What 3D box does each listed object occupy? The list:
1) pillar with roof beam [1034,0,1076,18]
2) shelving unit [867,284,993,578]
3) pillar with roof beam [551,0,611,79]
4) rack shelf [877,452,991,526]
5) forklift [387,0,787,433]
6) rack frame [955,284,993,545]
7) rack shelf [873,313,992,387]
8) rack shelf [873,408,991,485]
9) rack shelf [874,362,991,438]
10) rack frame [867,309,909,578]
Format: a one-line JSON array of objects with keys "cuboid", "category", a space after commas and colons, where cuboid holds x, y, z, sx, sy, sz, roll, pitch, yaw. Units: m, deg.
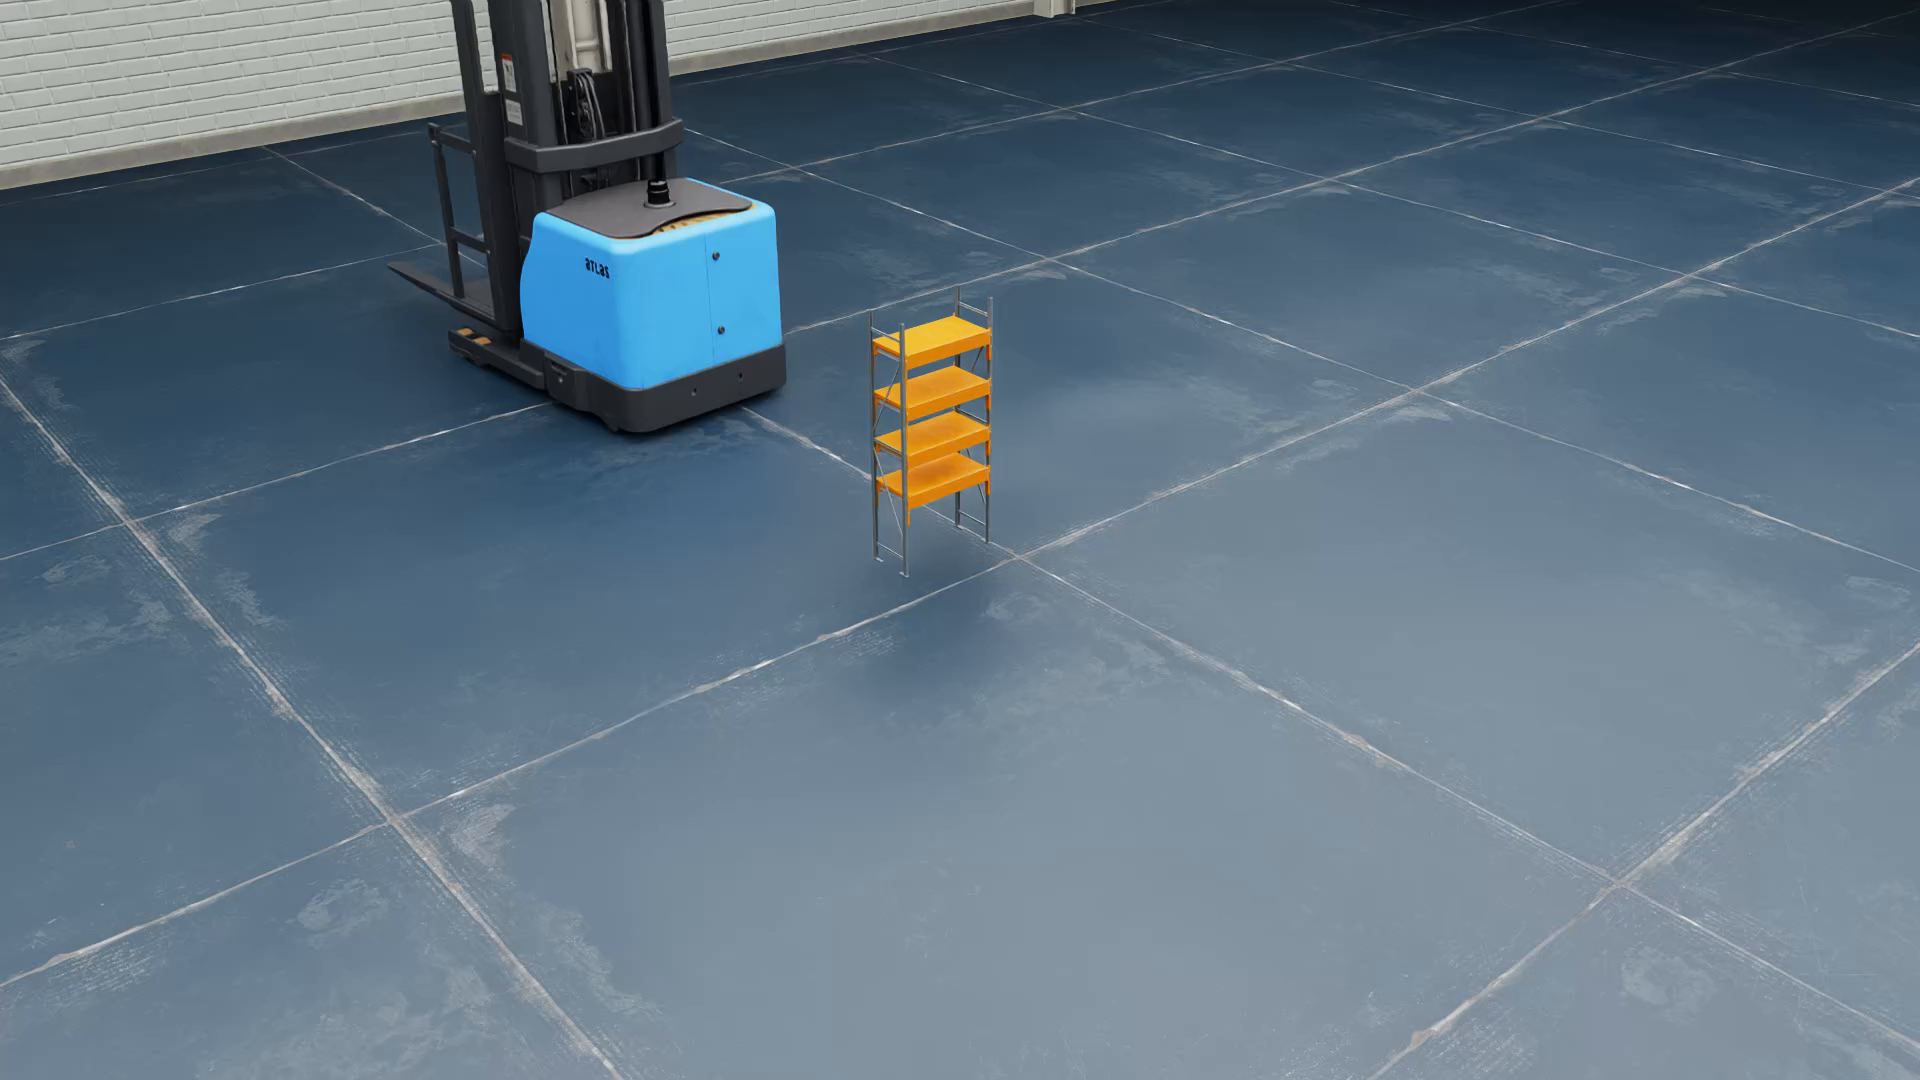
[{"cuboid": [3.865, -8.440, 13.996, 0.400, 9.000, 9.100, -22, 35, -35], "category": "pillar with roof beam"}, {"cuboid": [-0.126, -0.479, 7.372, 0.503, 1.200, 0.258, -22, 35, -35], "category": "shelving unit"}, {"cuboid": [-0.700, -6.605, 10.562, 0.400, 9.000, 9.100, -22, 35, -35], "category": "pillar with roof beam"}, {"cuboid": [-0.126, -0.244, 7.498, 0.480, 0.148, 0.258, -22, 35, -35], "category": "rack shelf"}, {"cuboid": [-2.350, -2.449, 9.223, 1.130, 2.935, 3.031, -25, 37, -38], "category": "forklift"}, {"cuboid": [0.060, -0.553, 7.512, 0.015, 1.200, 0.240, -22, 35, -35], "category": "rack frame"}, {"cuboid": [-0.126, -0.825, 7.187, 0.480, 0.148, 0.258, -22, 35, -35], "category": "rack shelf"}, {"cuboid": [-0.126, -0.419, 7.404, 0.480, 0.148, 0.258, -22, 35, -35], "category": "rack shelf"}, {"cuboid": [-0.126, -0.616, 7.299, 0.480, 0.148, 0.258, -22, 35, -35], "category": "rack shelf"}, {"cuboid": [-0.312, -0.404, 7.233, 0.015, 1.200, 0.240, -22, 35, -35], "category": "rack frame"}]
